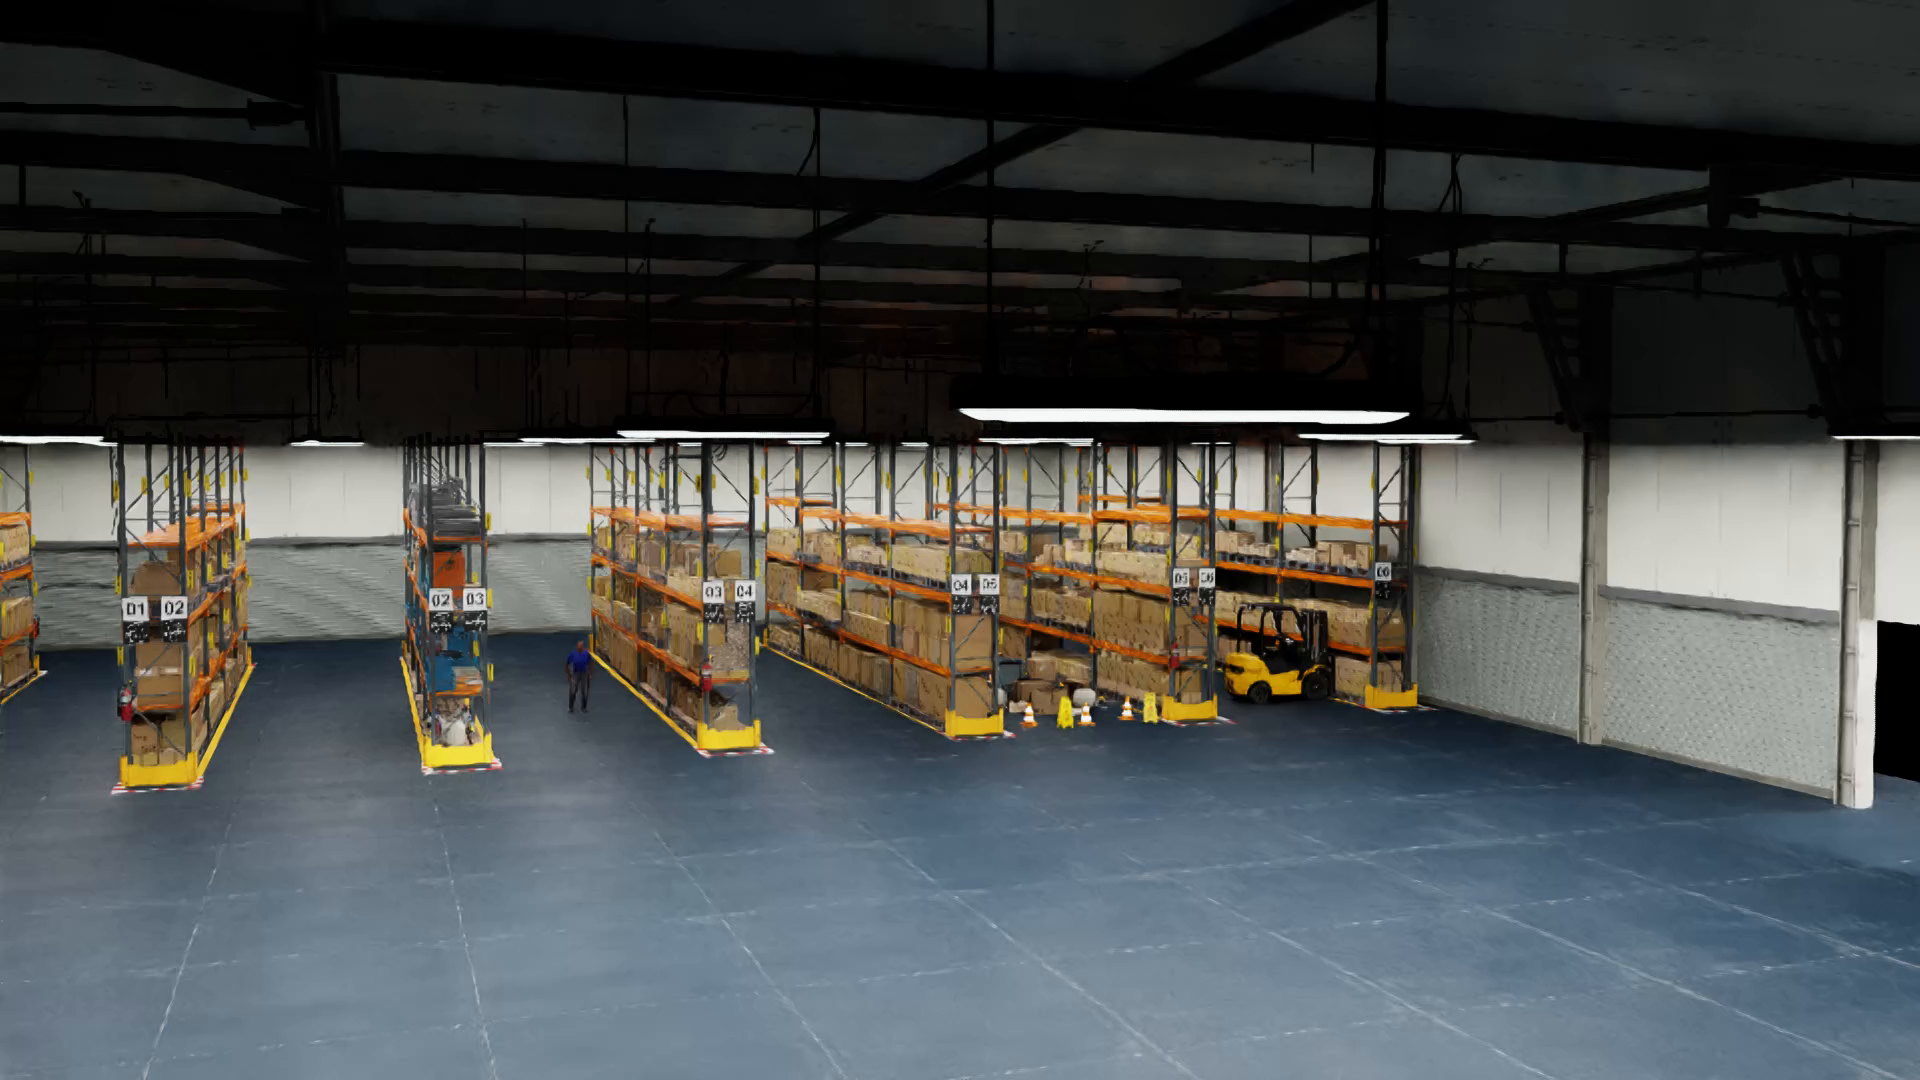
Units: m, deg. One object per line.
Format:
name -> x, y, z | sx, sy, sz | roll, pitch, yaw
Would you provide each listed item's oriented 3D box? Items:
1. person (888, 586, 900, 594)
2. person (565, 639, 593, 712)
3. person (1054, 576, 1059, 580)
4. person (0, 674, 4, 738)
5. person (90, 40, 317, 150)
person -> -2.044, 2.094, 49.463 | 0.628, 1.789, 0.677 | -2, 4, -37
person -> -8.234, 2.935, 35.968 | 0.592, 1.604, 0.518 | -1, 3, -21
person -> 3.163, 1.971, 52.679 | 0.608, 1.658, 0.399 | 3, 4, 39
person -> -19.138, 3.083, 32.908 | 0.538, 1.698, 0.350 | 3, 4, 45
person -> -10.238, -0.385, 29.063 | 12.044, 9.005, 38.714 | 0, 3, 2
